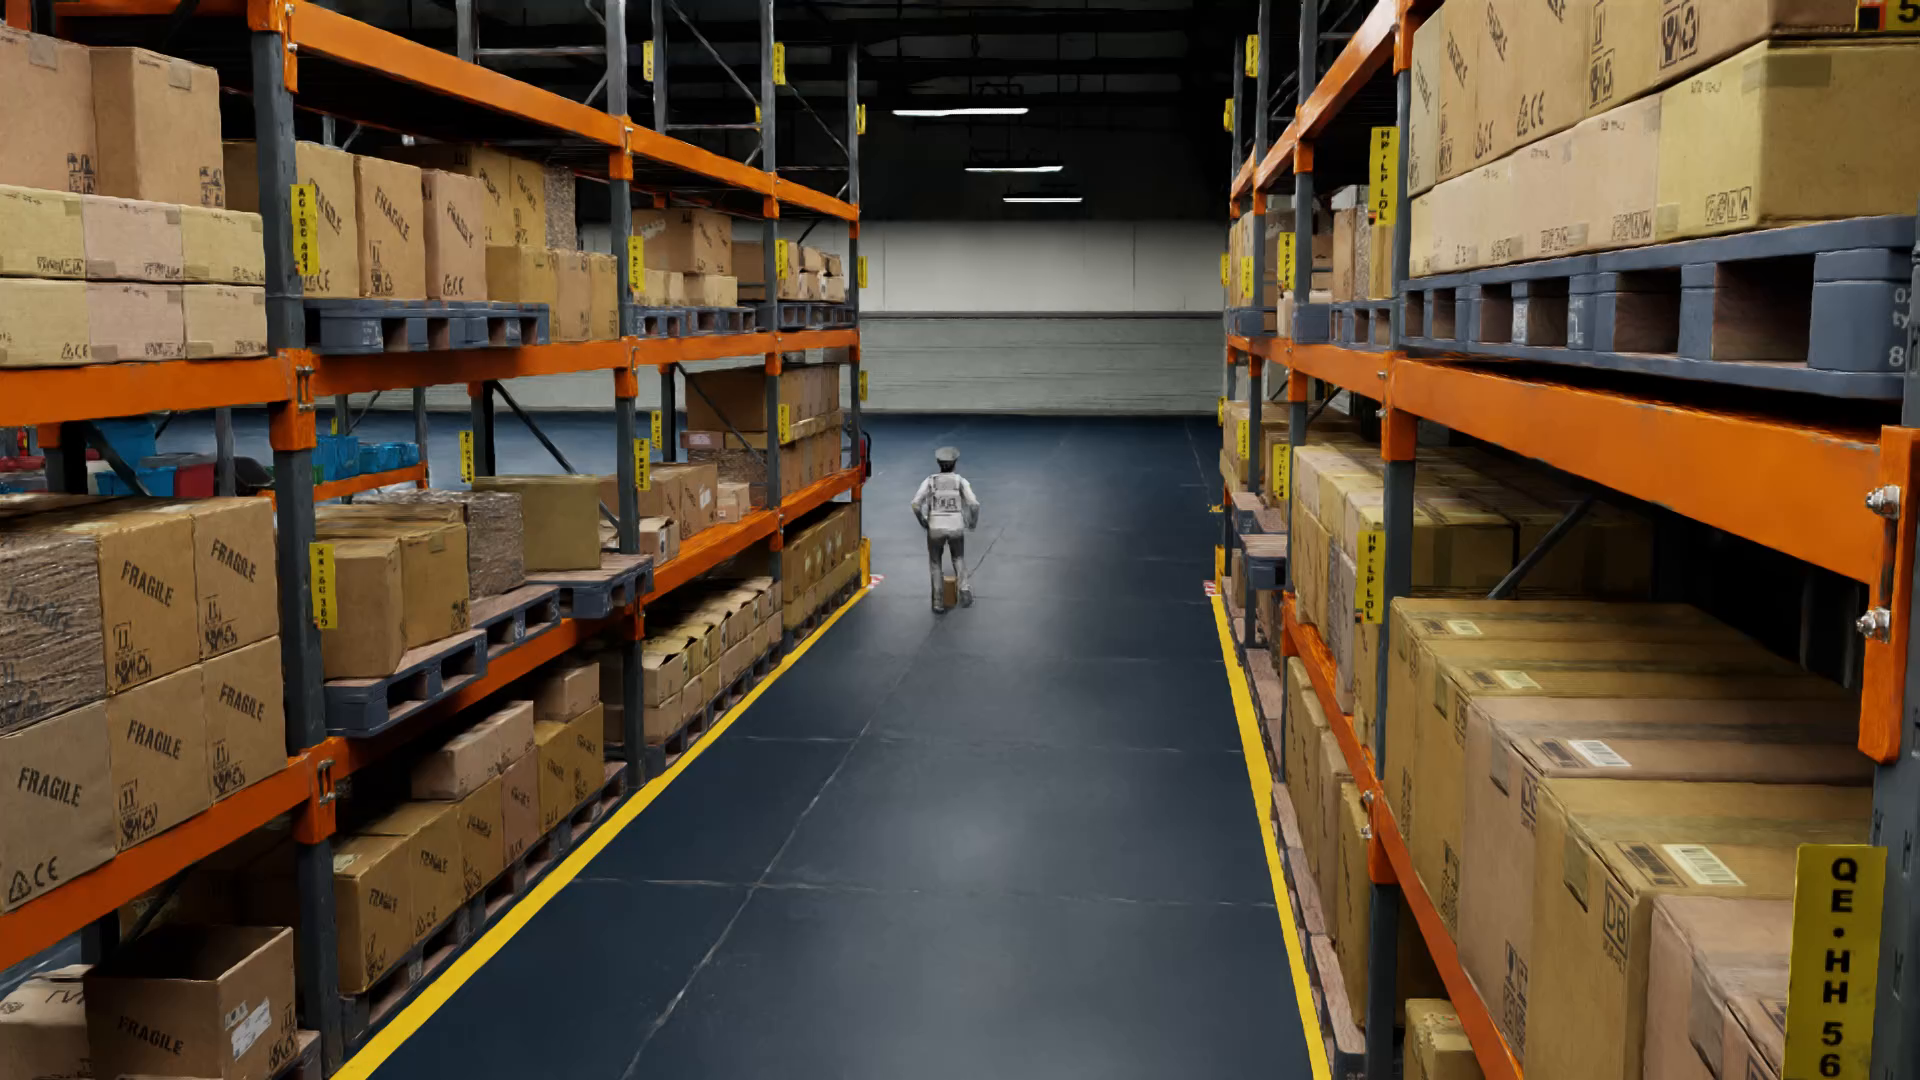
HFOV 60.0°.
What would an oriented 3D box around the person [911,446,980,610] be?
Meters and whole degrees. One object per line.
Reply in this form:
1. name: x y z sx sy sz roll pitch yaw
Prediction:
1. person: -0.156 -0.115 16.637 0.675 1.663 0.467 -1 8 -5
